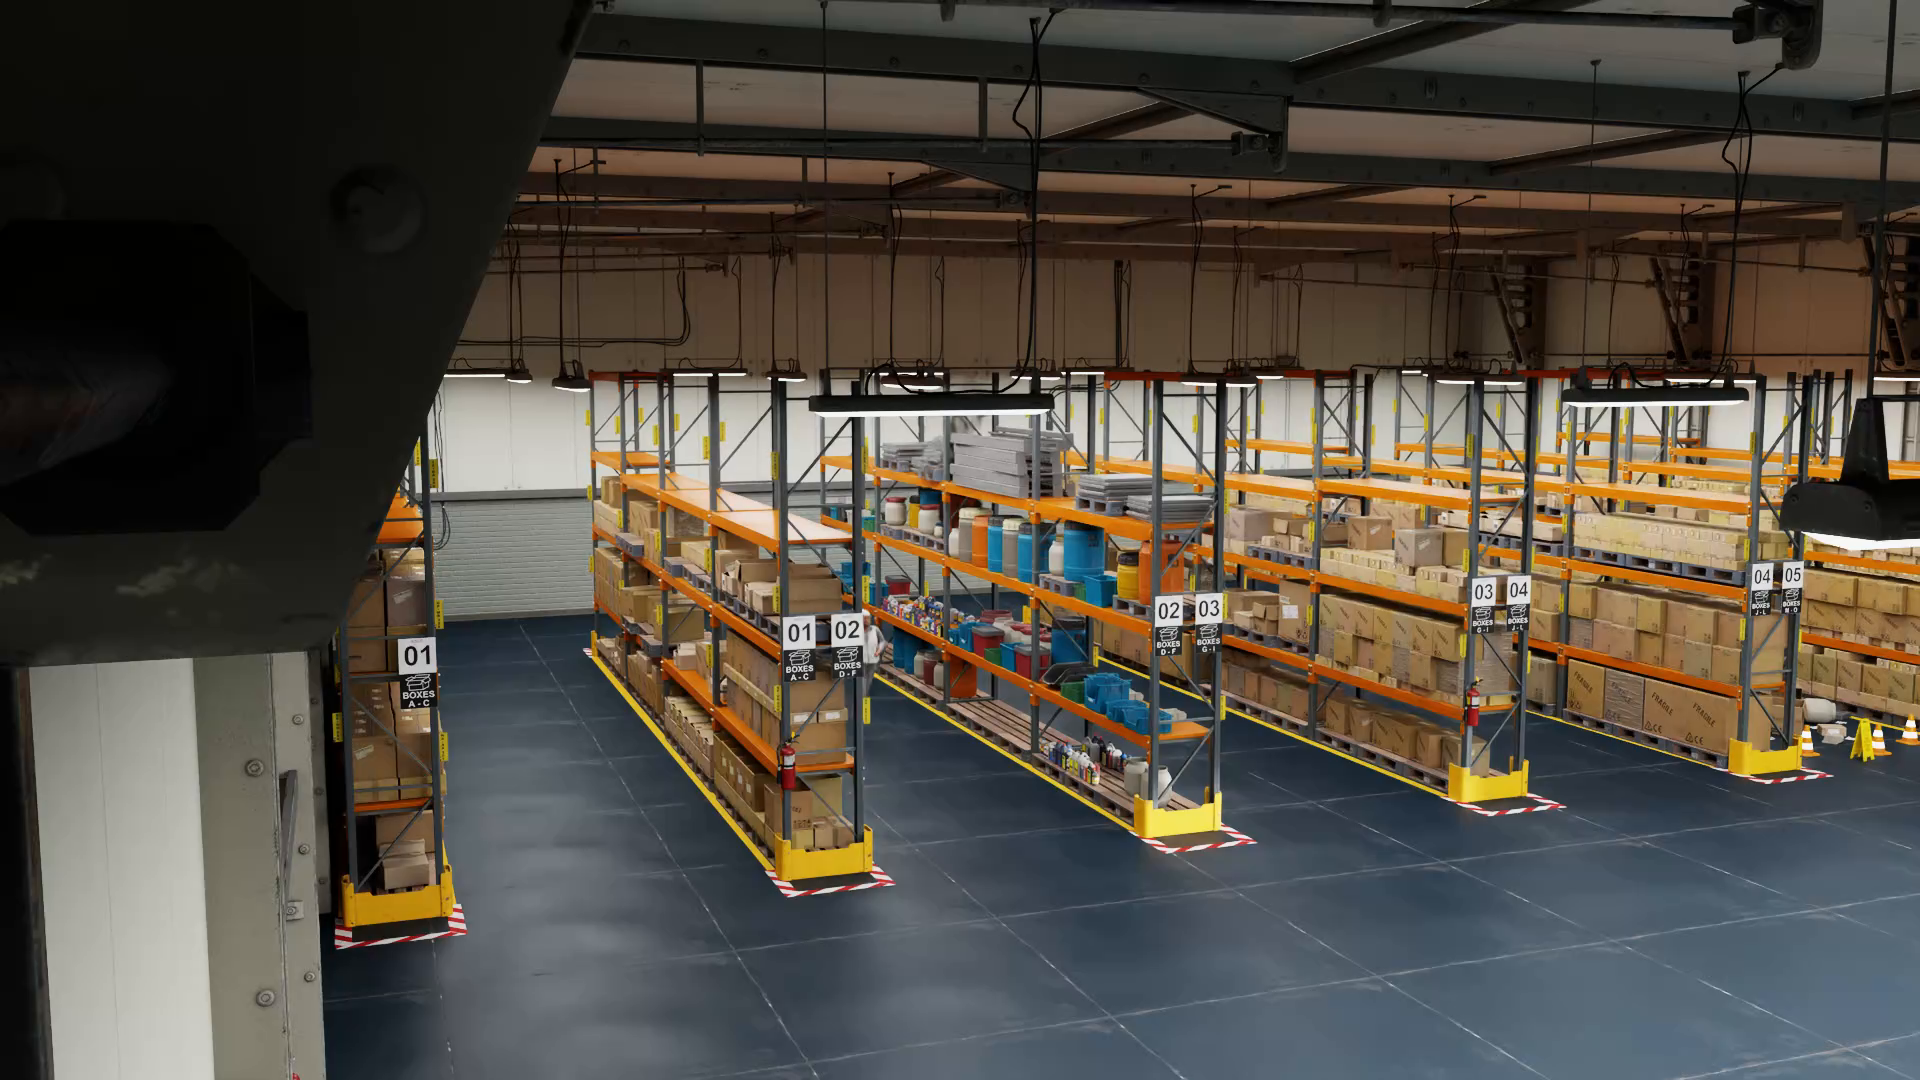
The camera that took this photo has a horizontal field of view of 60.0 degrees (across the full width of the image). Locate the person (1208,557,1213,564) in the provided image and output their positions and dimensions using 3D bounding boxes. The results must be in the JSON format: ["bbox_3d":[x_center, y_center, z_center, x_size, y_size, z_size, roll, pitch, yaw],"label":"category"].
[{"bbox_3d":[6.336,0.810,41.387,0.557,1.710,0.521,-5,8,-38],"label":"person"}]

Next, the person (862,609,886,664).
[{"bbox_3d":[-1.551,1.613,27.730,0.675,0.917,0.470,-2,7,-16],"label":"person"}]
